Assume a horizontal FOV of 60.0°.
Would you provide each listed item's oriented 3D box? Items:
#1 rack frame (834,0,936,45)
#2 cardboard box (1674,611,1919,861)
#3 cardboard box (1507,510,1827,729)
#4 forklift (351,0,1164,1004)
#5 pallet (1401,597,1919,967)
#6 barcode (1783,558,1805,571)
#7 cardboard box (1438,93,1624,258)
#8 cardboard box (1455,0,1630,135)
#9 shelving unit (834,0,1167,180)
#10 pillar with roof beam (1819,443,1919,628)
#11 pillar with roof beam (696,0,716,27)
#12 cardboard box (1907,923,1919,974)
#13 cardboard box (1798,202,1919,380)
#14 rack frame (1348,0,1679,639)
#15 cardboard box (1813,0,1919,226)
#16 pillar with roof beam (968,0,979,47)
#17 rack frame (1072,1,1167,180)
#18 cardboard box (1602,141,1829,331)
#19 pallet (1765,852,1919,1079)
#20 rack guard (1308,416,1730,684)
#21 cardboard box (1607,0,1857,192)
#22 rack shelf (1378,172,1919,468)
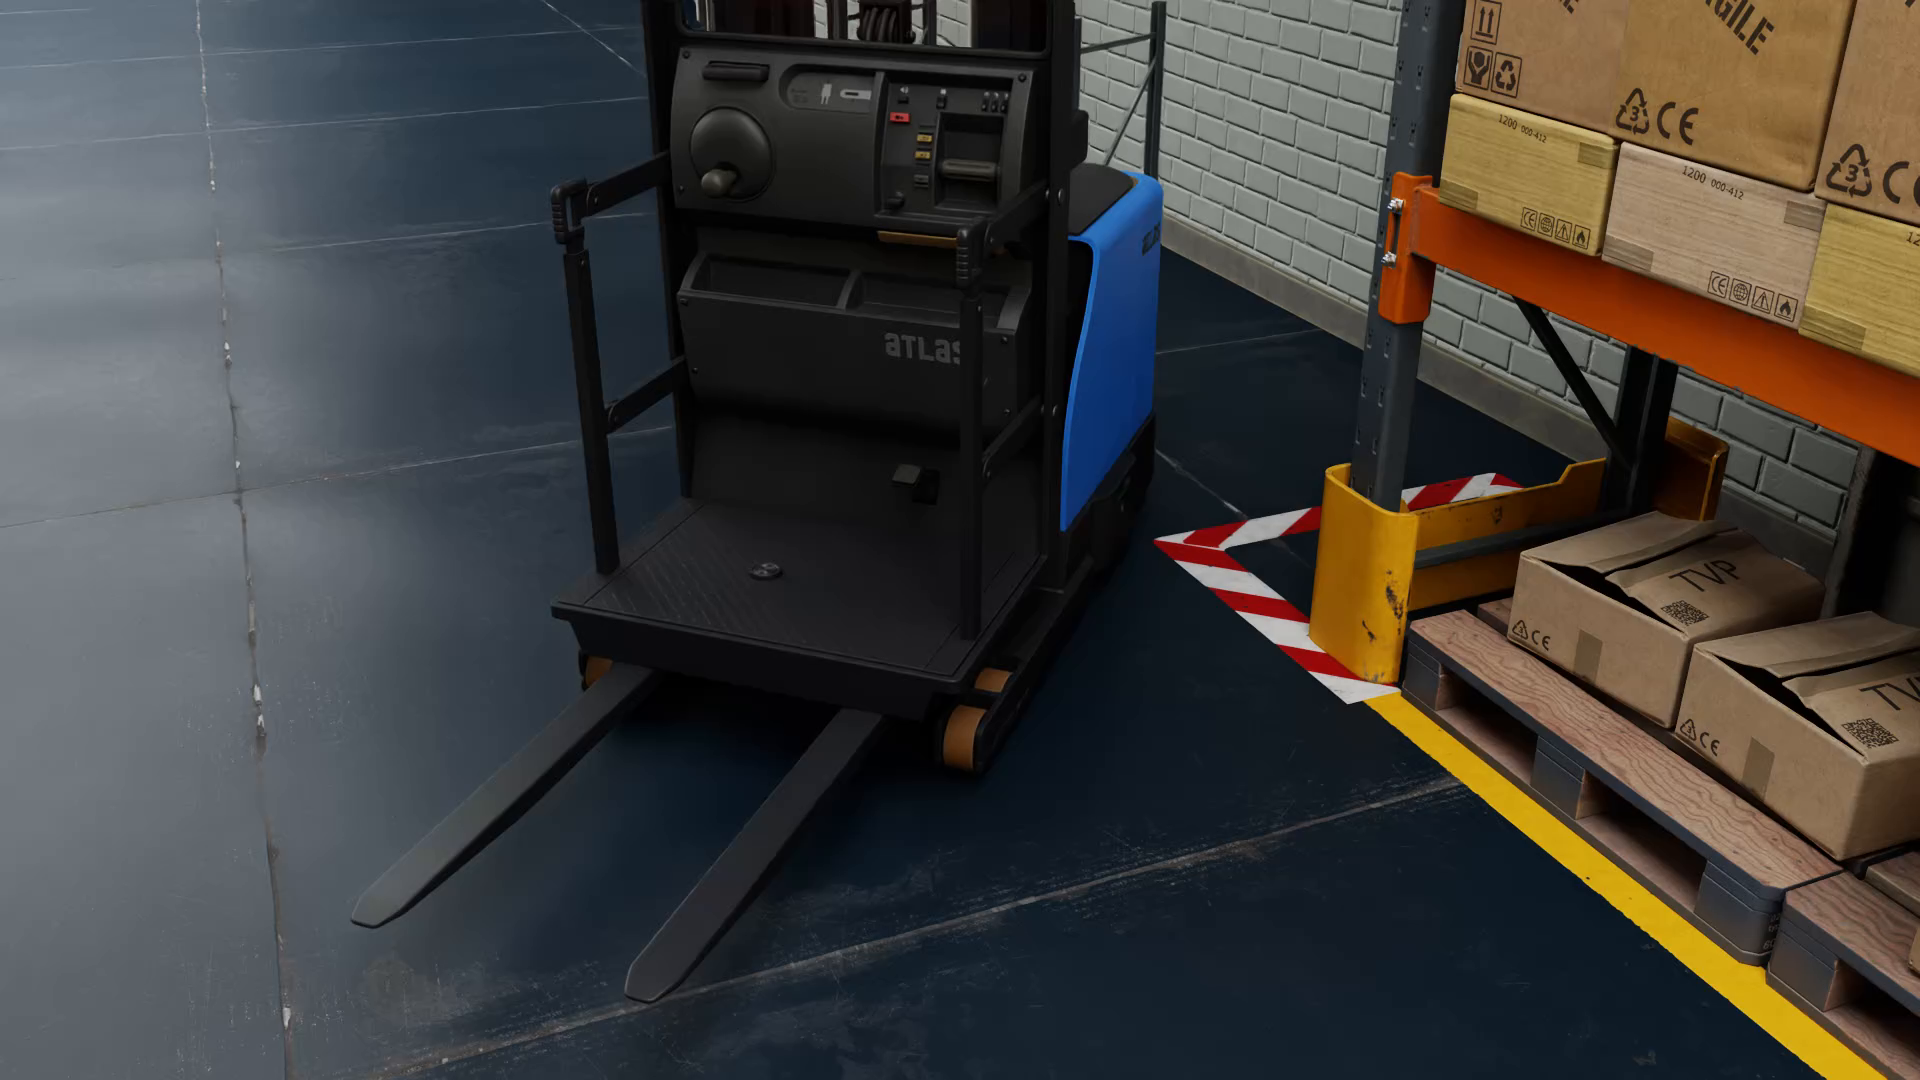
[{"bbox_3d":[-0.263,-1.305,6.214,0.032,1.500,0.500,21,33,36],"label":"rack frame"},{"bbox_3d":[1.950,0.383,3.610,0.500,0.311,0.500,-8,27,-16],"label":"cardboard box"},{"bbox_3d":[1.727,0.153,4.081,0.500,0.311,0.500,-14,29,-26],"label":"cardboard box"},{"bbox_3d":[-0.348,-0.950,3.855,1.130,2.935,3.031,9,27,18],"label":"forklift"},{"bbox_3d":[1.854,0.465,4.056,1.003,0.211,1.213,-11,28,-21],"label":"pallet"},{"bbox_3d":[2.102,0.087,4.205,0.001,0.075,0.075,-11,28,-21],"label":"barcode"},{"bbox_3d":[1.438,-0.842,3.705,0.500,0.250,0.500,-11,28,-22],"label":"cardboard box"},{"bbox_3d":[1.449,-1.187,3.555,0.500,0.500,0.500,-11,28,-21],"label":"cardboard box"},{"bbox_3d":[0.119,-1.158,5.912,1.048,1.500,0.538,21,33,36],"label":"shelving unit"},{"bbox_3d":[-1.352,-2.975,1.086,9.100,9.000,0.400,-11,28,-21],"label":"pillar with roof beam"},{"bbox_3d":[-6.051,-7.819,11.008,9.100,9.000,0.400,-11,28,-21],"label":"pillar with roof beam"},{"bbox_3d":[2.192,0.603,2.944,0.700,0.500,0.500,-12,29,-24],"label":"cardboard box"},{"bbox_3d":[1.848,-0.429,2.857,0.500,0.250,0.500,-11,28,-21],"label":"cardboard box"},{"bbox_3d":[1.539,-1.152,4.191,1.000,3.000,0.127,-11,28,-21],"label":"rack frame"},{"bbox_3d":[1.830,-0.776,2.713,0.500,0.500,0.500,-12,28,-22],"label":"cardboard box"},{"bbox_3d":[-3.702,-5.397,6.047,9.100,9.000,0.400,-11,28,-21],"label":"pillar with roof beam"},{"bbox_3d":[0.501,-1.011,5.611,0.032,1.500,0.500,21,33,36],"label":"rack frame"},{"bbox_3d":[1.654,-0.635,3.280,0.500,0.250,0.500,-11,28,-22],"label":"cardboard box"},{"bbox_3d":[2.328,0.957,3.049,1.003,0.211,1.213,-11,28,-21],"label":"pallet"},{"bbox_3d":[1.569,0.002,4.677,1.175,0.500,0.348,-11,28,-21],"label":"rack guard"},{"bbox_3d":[1.634,-0.985,3.143,0.500,0.500,0.500,-10,28,-20],"label":"cardboard box"},{"bbox_3d":[2.322,-0.022,2.696,1.077,0.370,4.000,-11,28,-21],"label":"rack shelf"}]
